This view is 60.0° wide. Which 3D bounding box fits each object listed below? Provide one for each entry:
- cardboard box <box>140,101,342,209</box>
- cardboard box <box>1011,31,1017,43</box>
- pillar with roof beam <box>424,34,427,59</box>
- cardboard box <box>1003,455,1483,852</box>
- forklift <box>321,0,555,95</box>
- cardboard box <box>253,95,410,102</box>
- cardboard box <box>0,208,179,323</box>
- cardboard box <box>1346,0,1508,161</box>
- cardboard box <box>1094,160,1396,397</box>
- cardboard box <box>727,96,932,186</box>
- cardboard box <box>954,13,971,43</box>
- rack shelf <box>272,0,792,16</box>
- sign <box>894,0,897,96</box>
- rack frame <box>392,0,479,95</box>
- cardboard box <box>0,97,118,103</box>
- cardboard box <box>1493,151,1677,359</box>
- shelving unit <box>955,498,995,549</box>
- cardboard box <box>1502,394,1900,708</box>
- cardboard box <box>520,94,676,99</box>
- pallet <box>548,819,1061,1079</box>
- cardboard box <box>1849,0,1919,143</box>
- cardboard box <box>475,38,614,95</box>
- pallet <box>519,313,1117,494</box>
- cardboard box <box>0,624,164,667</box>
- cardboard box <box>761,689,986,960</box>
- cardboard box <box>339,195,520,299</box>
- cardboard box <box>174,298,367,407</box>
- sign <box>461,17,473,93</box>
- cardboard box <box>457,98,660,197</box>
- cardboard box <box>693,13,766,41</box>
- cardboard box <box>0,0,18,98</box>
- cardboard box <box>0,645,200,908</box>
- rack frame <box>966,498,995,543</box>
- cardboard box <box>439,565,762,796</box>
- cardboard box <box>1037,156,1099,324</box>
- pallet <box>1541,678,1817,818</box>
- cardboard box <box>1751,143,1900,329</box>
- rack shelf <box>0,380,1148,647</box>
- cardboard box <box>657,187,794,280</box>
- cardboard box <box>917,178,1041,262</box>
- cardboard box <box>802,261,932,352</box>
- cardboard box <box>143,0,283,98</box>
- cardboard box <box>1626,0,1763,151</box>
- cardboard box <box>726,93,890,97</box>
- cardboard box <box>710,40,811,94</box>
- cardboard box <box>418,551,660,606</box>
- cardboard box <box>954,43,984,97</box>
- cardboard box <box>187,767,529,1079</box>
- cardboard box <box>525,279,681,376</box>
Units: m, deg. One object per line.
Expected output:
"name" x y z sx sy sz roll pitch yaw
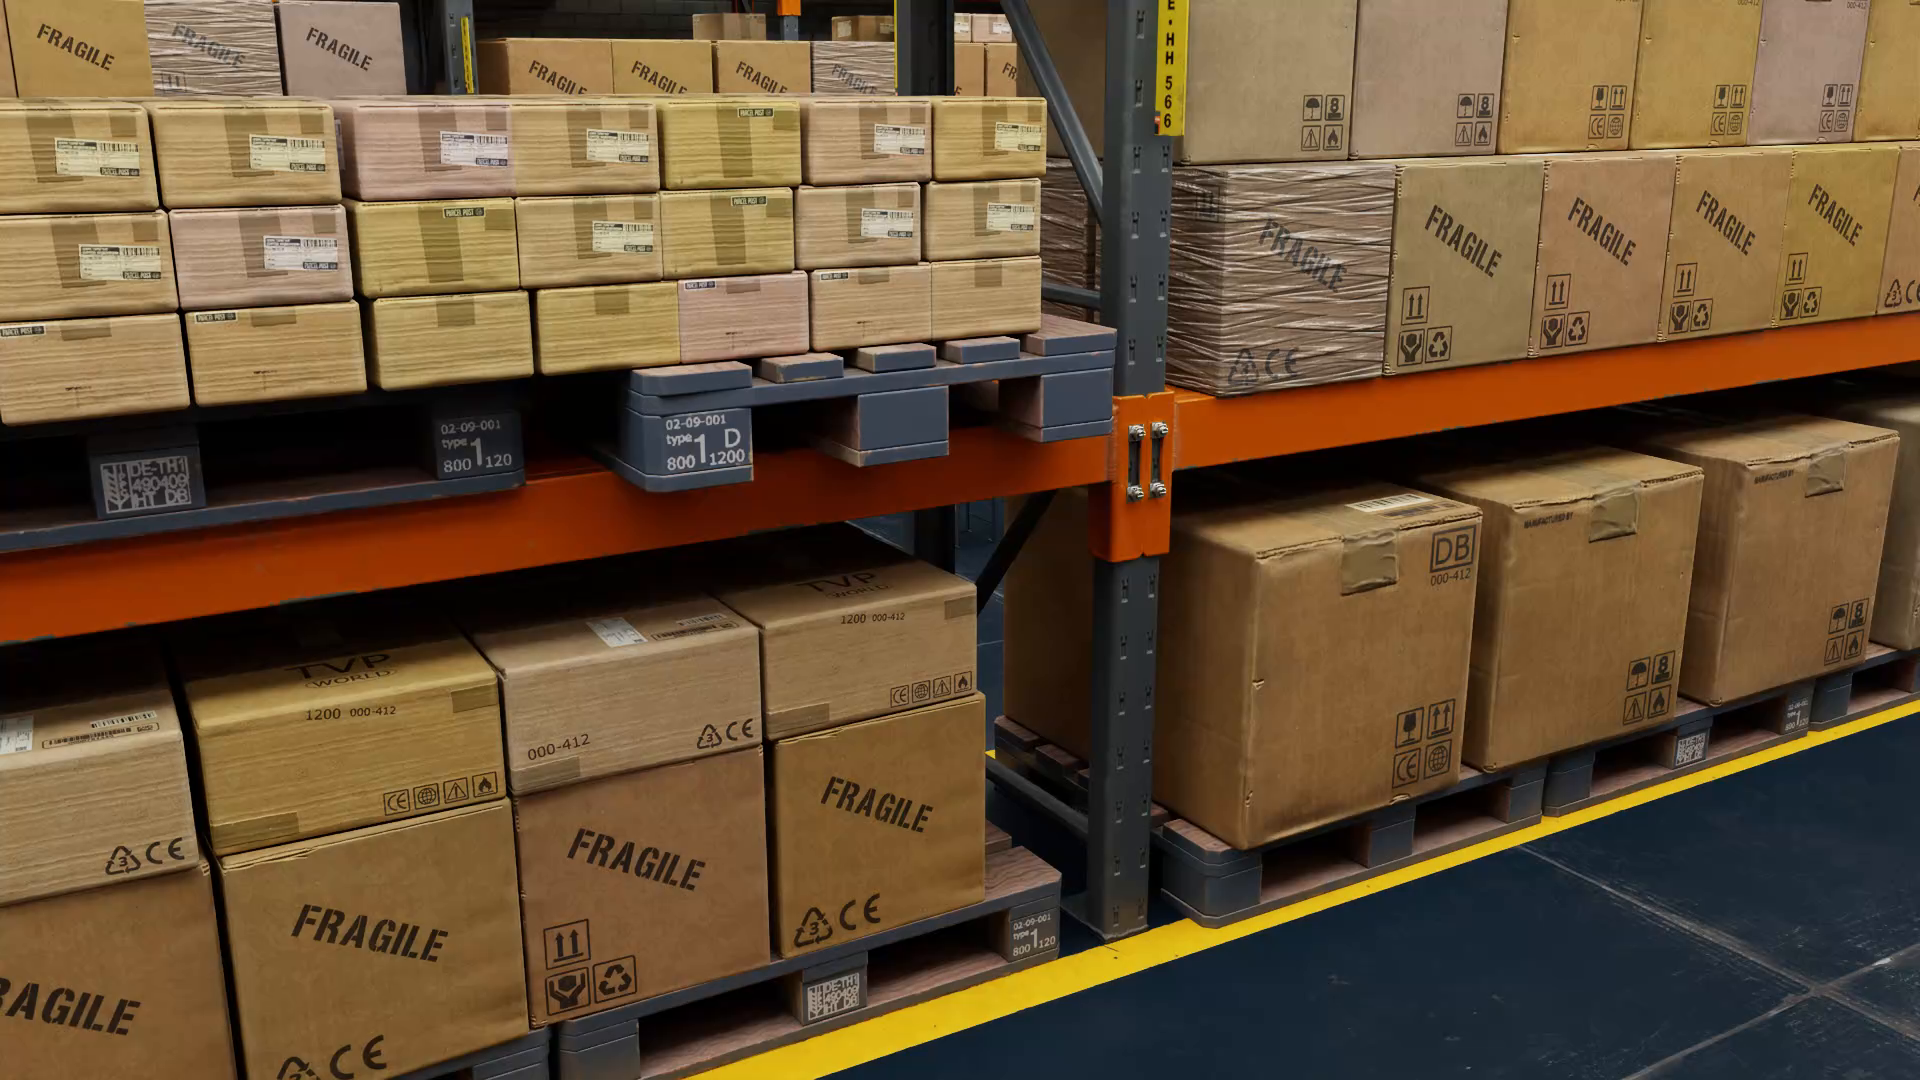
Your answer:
"cardboard box" -1.148 -0.617 2.640 0.250 0.149 0.380 -8 18 -27
"cardboard box" 0.353 -3.013 9.884 0.250 0.149 0.380 -9 18 -30
"pillar with roof beam" -2.180 -5.165 9.162 0.400 9.000 9.100 -9 18 -30
"cardboard box" 0.714 0.214 4.479 0.750 0.750 1.050 -9 18 -30
"forklift" -3.076 -2.358 10.390 3.031 2.935 1.130 -9 18 -29
"cardboard box" -1.250 -0.806 3.312 0.250 0.149 0.380 -8 18 -27
"cardboard box" -1.369 -0.438 2.551 0.250 0.149 0.380 -10 18 -31
"cardboard box" 0.968 -1.263 4.322 0.500 0.500 0.700 -10 18 -31
"cardboard box" 0.669 -0.651 3.990 0.500 0.500 0.500 -9 18 -29
"cardboard box" -0.255 -0.762 3.157 0.250 0.149 0.380 -9 18 -30
"cardboard box" -0.148 -2.738 8.902 0.250 0.149 0.380 -10 19 -32
"rack shelf" -3.336 -4.258 12.819 4.000 0.370 1.077 -9 18 -30
"sign" -0.143 -1.289 4.304 0.005 0.325 0.100 -9 18 -30
"rack frame" -2.490 -1.734 8.040 0.127 3.000 1.000 -9 18 -30
"cardboard box" -1.692 -0.735 3.058 0.250 0.149 0.380 -10 18 -30
"cardboard box" 1.536 -0.793 4.495 0.500 0.500 0.500 -9 18 -30
"shelving unit" 0.012 -0.580 7.255 0.189 1.200 0.258 -9 18 -30
"cardboard box" 2.260 -0.038 5.377 0.750 0.750 1.050 -9 18 -30
"cardboard box" -0.792 -0.880 3.578 0.250 0.149 0.380 -9 18 -30
"pallet" -0.525 0.848 3.994 1.213 0.211 1.003 -9 18 -30
"cardboard box" 2.712 -1.546 5.331 0.500 0.500 0.700 -10 18 -31
"cardboard box" -1.986 -2.137 7.961 0.500 0.500 0.500 -10 18 -31
"pallet" -0.411 -0.387 3.589 1.003 0.211 1.213 -9 18 -30
"cardboard box" -1.882 0.286 3.296 0.500 0.250 0.500 -10 19 -32
"cardboard box" -0.284 0.550 3.743 0.500 0.500 0.500 -9 18 -30
"cardboard box" -0.925 -0.510 2.809 0.250 0.149 0.380 -9 18 -30
"cardboard box" -1.143 -0.332 2.726 0.250 0.149 0.380 -9 18 -28
"sign" -2.202 -2.164 7.427 0.005 0.325 0.100 -9 18 -30
"cardboard box" -0.707 -0.688 2.892 0.250 0.149 0.380 -9 18 -28
"cardboard box" -1.233 -2.733 8.886 0.250 0.149 0.380 -10 19 -32
"cardboard box" -4.101 -1.922 6.672 0.500 0.500 0.500 -10 18 -31
"cardboard box" -1.619 0.407 2.864 0.500 0.250 0.500 -8 18 -28
"rack frame" 0.091 -0.592 7.300 0.006 1.200 0.240 -9 18 -30
"cardboard box" -0.733 0.266 3.369 0.500 0.250 0.500 -9 18 -29
"cardboard box" 0.393 -0.776 4.436 0.500 0.500 0.500 -9 18 -30
"pallet" 1.905 0.479 5.310 1.213 0.211 1.003 -9 18 -30
"cardboard box" 2.398 -0.932 4.994 0.500 0.500 0.500 -9 18 -29
"rack shelf" -1.569 0.021 3.109 4.000 0.370 1.077 -9 18 -30
"cardboard box" -0.496 -0.579 3.054 0.250 0.149 0.380 -9 18 -28
"cardboard box" -0.044 -0.654 3.320 0.250 0.149 0.380 -9 18 -29
"cardboard box" -0.254 -0.475 3.236 0.250 0.149 0.380 -9 18 -30
"cardboard box" -3.235 -2.058 7.158 0.500 0.500 0.500 -9 18 -29
"cardboard box" 1.845 -1.406 4.832 0.500 0.500 0.700 -9 18 -30
"cardboard box" -0.354 -0.951 3.830 0.250 0.149 0.380 -9 18 -30
"cardboard box" -1.091 -2.286 8.495 0.500 0.500 0.500 -9 18 -29
"cardboard box" -1.005 0.148 3.790 0.500 0.250 0.500 -9 18 -30
"cardboard box" -0.209 -2.427 8.997 0.500 0.500 0.500 -9 18 -28
"cardboard box" -1.176 0.699 3.213 0.500 0.500 0.500 -10 19 -32
"cardboard box" -0.690 -0.406 2.987 0.250 0.149 0.380 -9 18 -30
